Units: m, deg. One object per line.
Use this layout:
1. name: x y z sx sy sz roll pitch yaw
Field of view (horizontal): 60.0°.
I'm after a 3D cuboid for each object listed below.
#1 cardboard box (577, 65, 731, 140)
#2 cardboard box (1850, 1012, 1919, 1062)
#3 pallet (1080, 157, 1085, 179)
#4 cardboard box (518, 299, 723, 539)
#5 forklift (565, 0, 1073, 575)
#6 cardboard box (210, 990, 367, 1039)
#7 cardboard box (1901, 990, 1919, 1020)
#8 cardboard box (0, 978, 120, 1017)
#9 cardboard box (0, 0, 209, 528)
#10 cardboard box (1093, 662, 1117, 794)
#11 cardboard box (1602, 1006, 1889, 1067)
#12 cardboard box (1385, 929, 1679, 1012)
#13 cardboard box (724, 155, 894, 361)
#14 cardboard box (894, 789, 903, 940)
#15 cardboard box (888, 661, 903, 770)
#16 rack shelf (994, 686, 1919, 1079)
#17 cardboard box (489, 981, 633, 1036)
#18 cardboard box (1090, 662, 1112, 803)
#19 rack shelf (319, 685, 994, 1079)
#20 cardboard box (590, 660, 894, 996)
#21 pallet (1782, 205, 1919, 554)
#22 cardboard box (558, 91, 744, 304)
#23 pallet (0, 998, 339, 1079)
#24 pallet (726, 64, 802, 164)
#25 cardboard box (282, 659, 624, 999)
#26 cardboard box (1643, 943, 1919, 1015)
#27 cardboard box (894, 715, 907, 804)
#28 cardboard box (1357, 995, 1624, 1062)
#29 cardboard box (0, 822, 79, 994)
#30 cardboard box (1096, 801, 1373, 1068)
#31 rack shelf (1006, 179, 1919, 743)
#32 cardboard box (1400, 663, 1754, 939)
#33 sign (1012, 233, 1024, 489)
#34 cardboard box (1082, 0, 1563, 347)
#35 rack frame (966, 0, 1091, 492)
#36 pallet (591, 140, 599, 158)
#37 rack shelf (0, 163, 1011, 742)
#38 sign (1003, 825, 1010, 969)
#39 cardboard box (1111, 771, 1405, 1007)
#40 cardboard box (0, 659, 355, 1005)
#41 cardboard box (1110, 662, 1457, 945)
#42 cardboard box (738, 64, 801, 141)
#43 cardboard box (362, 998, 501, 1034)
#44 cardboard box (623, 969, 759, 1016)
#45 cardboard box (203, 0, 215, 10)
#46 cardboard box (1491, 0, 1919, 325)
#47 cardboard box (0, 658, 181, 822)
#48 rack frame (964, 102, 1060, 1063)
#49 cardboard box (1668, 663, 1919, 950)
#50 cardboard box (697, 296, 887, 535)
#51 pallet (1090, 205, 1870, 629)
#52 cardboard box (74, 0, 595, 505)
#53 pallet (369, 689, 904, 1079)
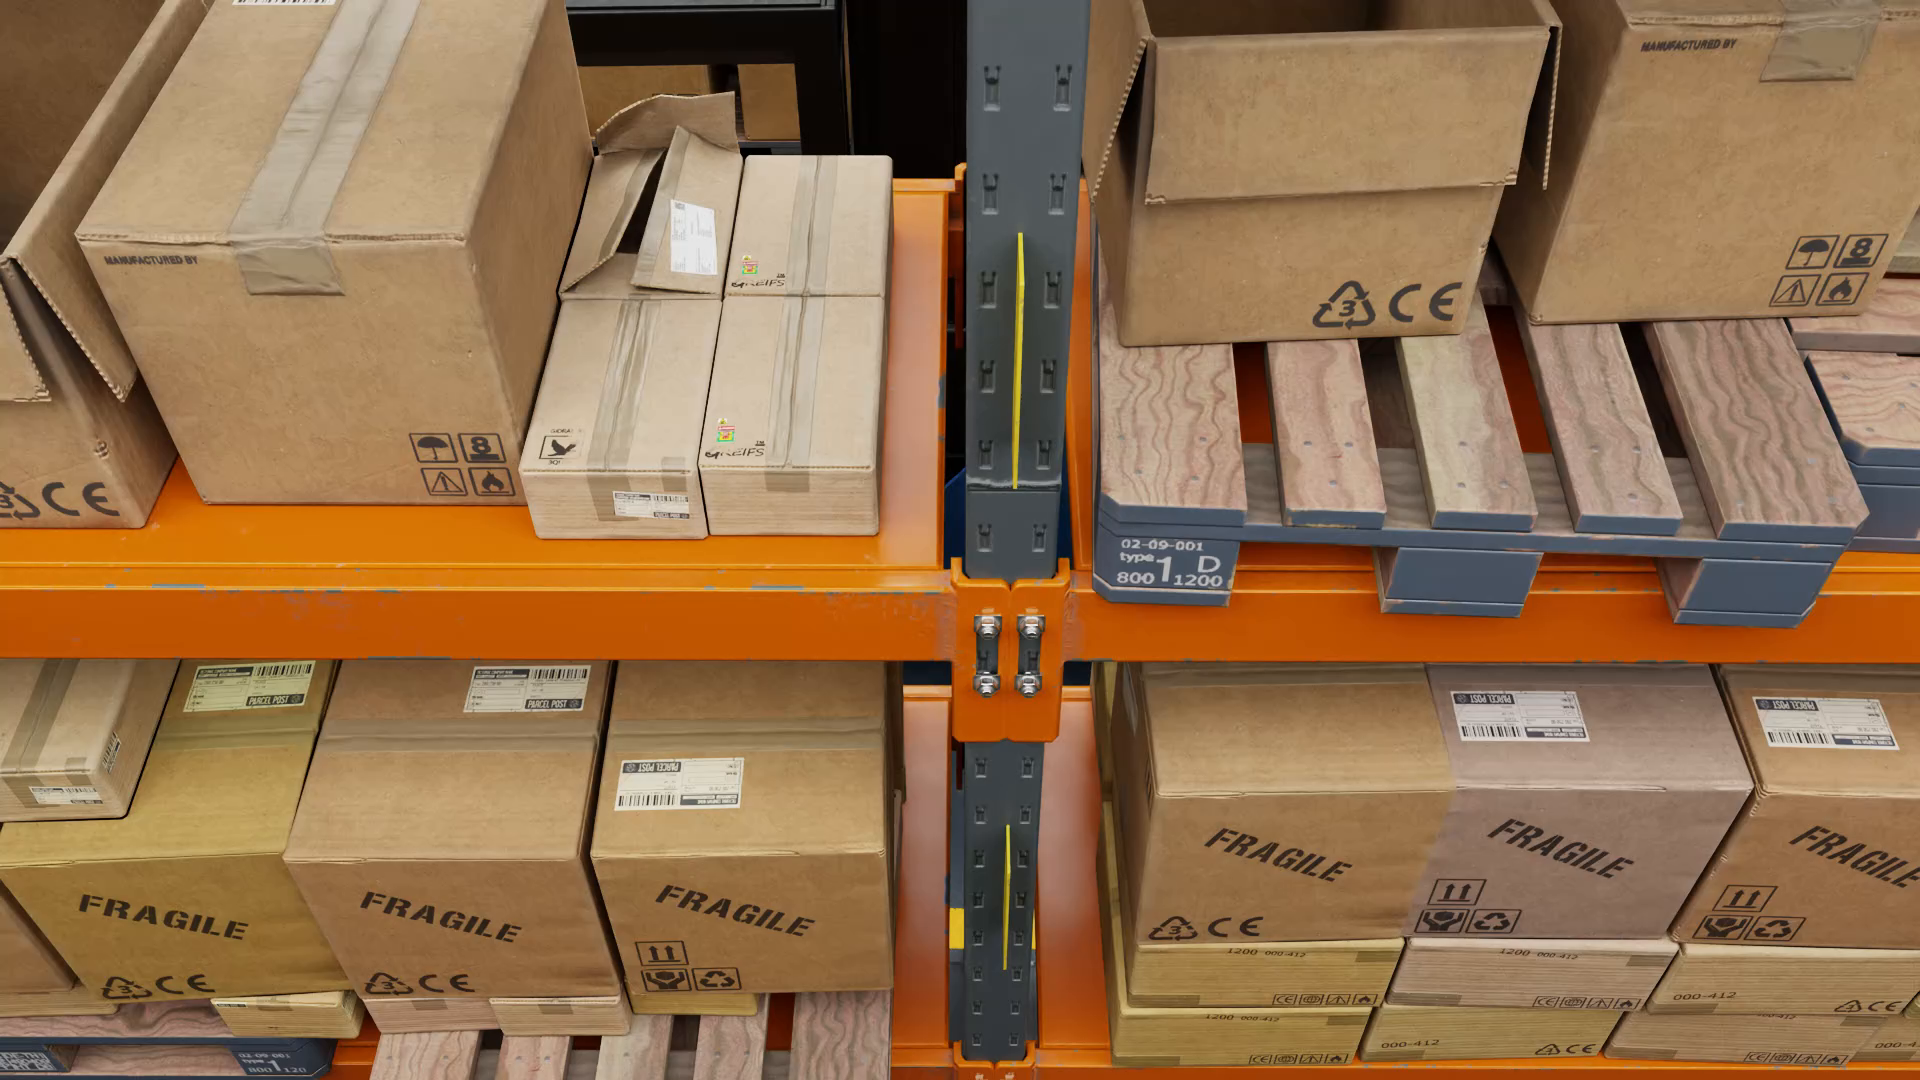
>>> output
1. cardboard box: -1.492 -2.476 7.755 0.750 0.750 1.050 1 47 1
2. cardboard box: 2.093 0.821 3.539 0.500 0.250 0.500 0 47 0
3. pallet: 0.772 -2.079 8.041 1.213 0.211 1.003 0 47 0
4. cardboard box: -0.491 -0.187 2.497 0.250 0.149 0.380 0 47 0
5. forklift: -0.630 -0.986 5.166 3.031 2.935 1.130 -1 47 -1
6. cardboard box: -1.303 0.793 3.348 0.250 0.149 0.380 1 47 1
7. cardboard box: 2.101 0.678 3.330 0.500 0.250 0.500 1 47 1
8. cardboard box: -1.805 0.759 3.379 0.250 0.149 0.380 -1 47 -1
9. cardboard box: -1.452 -0.449 2.499 0.637 0.503 0.797 0 47 0
10. cardboard box: 0.558 0.288 3.694 0.500 0.250 0.500 0 47 0
11. cardboard box: 1.600 0.822 3.538 0.500 0.250 0.500 2 47 1
12. cardboard box: 1.096 0.657 3.350 0.500 0.250 0.500 1 47 1
13. cardboard box: -0.241 -0.470 2.761 0.250 0.149 0.380 0 47 0
14. cardboard box: -0.256 0.706 3.429 0.250 0.149 0.380 2 47 2
15. cardboard box: -0.376 0.143 3.510 0.500 0.500 0.500 -1 47 -1
16. rack shelf: 2.073 0.842 3.908 4.000 0.370 1.077 0 47 0
17. cardboard box: -0.776 0.790 3.350 0.250 0.149 0.380 0 47 0
18. cardboard box: 0.580 0.454 3.881 0.500 0.250 0.500 -1 47 -1
19. rack shelf: -1.927 0.831 3.918 4.000 0.370 1.077 0 47 0
20. cardboard box: -0.383 0.515 3.163 0.500 0.500 0.500 -1 47 -1
21. pallet: 1.835 -0.402 2.655 1.213 0.211 1.003 2 47 2
22. cardboard box: -0.497 -0.511 2.719 0.258 0.266 0.396 0 47 0
23. pallet: -1.907 0.682 3.697 1.213 0.211 1.003 0 47 0
24. pallet: -0.798 -2.139 8.097 1.213 0.211 1.003 0 47 0
25. cardboard box: -0.900 0.522 3.156 0.500 0.500 0.500 -1 47 0
26. cardboard box: 1.594 0.667 3.341 0.500 0.250 0.500 0 47 0
27. cardboard box: -0.251 0.397 3.716 0.250 0.149 0.380 -2 47 -2
28. cardboard box: 1.075 0.817 3.543 0.500 0.250 0.500 -1 47 -1
29. cardboard box: -1.950 0.519 3.159 0.500 0.500 0.500 -2 47 -1
30. cardboard box: 0.561 0.828 3.532 0.500 0.250 0.500 -1 47 -1
31. rack shelf: 2.073 -0.180 2.810 4.000 0.370 1.077 0 47 0
32. cardboard box: 1.061 0.392 3.085 0.500 0.500 0.500 0 47 0
33. sign: 0.069 -0.209 1.993 0.005 0.325 0.100 0 47 0
34. cardboard box: 0.451 -0.718 2.462 0.637 0.503 0.797 -2 47 -2
35. rack frame: 0.073 -1.452 1.454 0.127 3.000 1.000 0 47 0
36. pallet: -2.015 -2.145 8.102 1.213 0.211 1.003 0 47 0
37. rack shelf: -1.927 -0.191 2.820 4.000 0.370 1.077 0 47 0
38. sign: 0.080 0.621 2.885 0.005 0.325 0.100 0 47 0
39. cardboard box: 0.579 0.655 3.352 0.500 0.250 0.500 0 47 0
40. cardboard box: -1.404 0.522 3.157 0.500 0.500 0.500 -3 47 -3
41. cardboard box: 0.565 0.397 3.080 0.500 0.500 0.500 -1 47 -1
42. cardboard box: -0.618 -2.476 7.755 0.750 0.750 1.050 0 47 0
43. cardboard box: -1.028 0.783 3.356 0.250 0.149 0.380 -2 47 -2
44. cardboard box: -0.524 0.758 3.380 0.250 0.149 0.380 1 47 1
45. cardboard box: -3.389 -2.484 7.762 0.750 0.750 1.050 0 47 0
46. cardboard box: 1.064 -0.744 2.489 0.500 0.500 0.700 -2 47 -2
47. cardboard box: -1.564 0.294 2.925 0.250 0.149 0.380 -2 47 -2
48. rack frame: 0.073 0.592 3.650 0.127 3.000 1.000 0 47 0
49. cardboard box: 1.579 0.404 3.073 0.500 0.500 0.500 1 47 1
50. cardboard box: -0.243 -0.192 2.502 0.250 0.149 0.380 0 47 0
51. pallet: 0.717 -0.403 2.656 1.003 0.211 1.213 2 47 2
52. cardboard box: -0.875 -0.474 2.525 0.500 0.500 0.700 0 47 0
53. pallet: -0.640 0.733 3.649 1.003 0.211 1.213 0 47 0
